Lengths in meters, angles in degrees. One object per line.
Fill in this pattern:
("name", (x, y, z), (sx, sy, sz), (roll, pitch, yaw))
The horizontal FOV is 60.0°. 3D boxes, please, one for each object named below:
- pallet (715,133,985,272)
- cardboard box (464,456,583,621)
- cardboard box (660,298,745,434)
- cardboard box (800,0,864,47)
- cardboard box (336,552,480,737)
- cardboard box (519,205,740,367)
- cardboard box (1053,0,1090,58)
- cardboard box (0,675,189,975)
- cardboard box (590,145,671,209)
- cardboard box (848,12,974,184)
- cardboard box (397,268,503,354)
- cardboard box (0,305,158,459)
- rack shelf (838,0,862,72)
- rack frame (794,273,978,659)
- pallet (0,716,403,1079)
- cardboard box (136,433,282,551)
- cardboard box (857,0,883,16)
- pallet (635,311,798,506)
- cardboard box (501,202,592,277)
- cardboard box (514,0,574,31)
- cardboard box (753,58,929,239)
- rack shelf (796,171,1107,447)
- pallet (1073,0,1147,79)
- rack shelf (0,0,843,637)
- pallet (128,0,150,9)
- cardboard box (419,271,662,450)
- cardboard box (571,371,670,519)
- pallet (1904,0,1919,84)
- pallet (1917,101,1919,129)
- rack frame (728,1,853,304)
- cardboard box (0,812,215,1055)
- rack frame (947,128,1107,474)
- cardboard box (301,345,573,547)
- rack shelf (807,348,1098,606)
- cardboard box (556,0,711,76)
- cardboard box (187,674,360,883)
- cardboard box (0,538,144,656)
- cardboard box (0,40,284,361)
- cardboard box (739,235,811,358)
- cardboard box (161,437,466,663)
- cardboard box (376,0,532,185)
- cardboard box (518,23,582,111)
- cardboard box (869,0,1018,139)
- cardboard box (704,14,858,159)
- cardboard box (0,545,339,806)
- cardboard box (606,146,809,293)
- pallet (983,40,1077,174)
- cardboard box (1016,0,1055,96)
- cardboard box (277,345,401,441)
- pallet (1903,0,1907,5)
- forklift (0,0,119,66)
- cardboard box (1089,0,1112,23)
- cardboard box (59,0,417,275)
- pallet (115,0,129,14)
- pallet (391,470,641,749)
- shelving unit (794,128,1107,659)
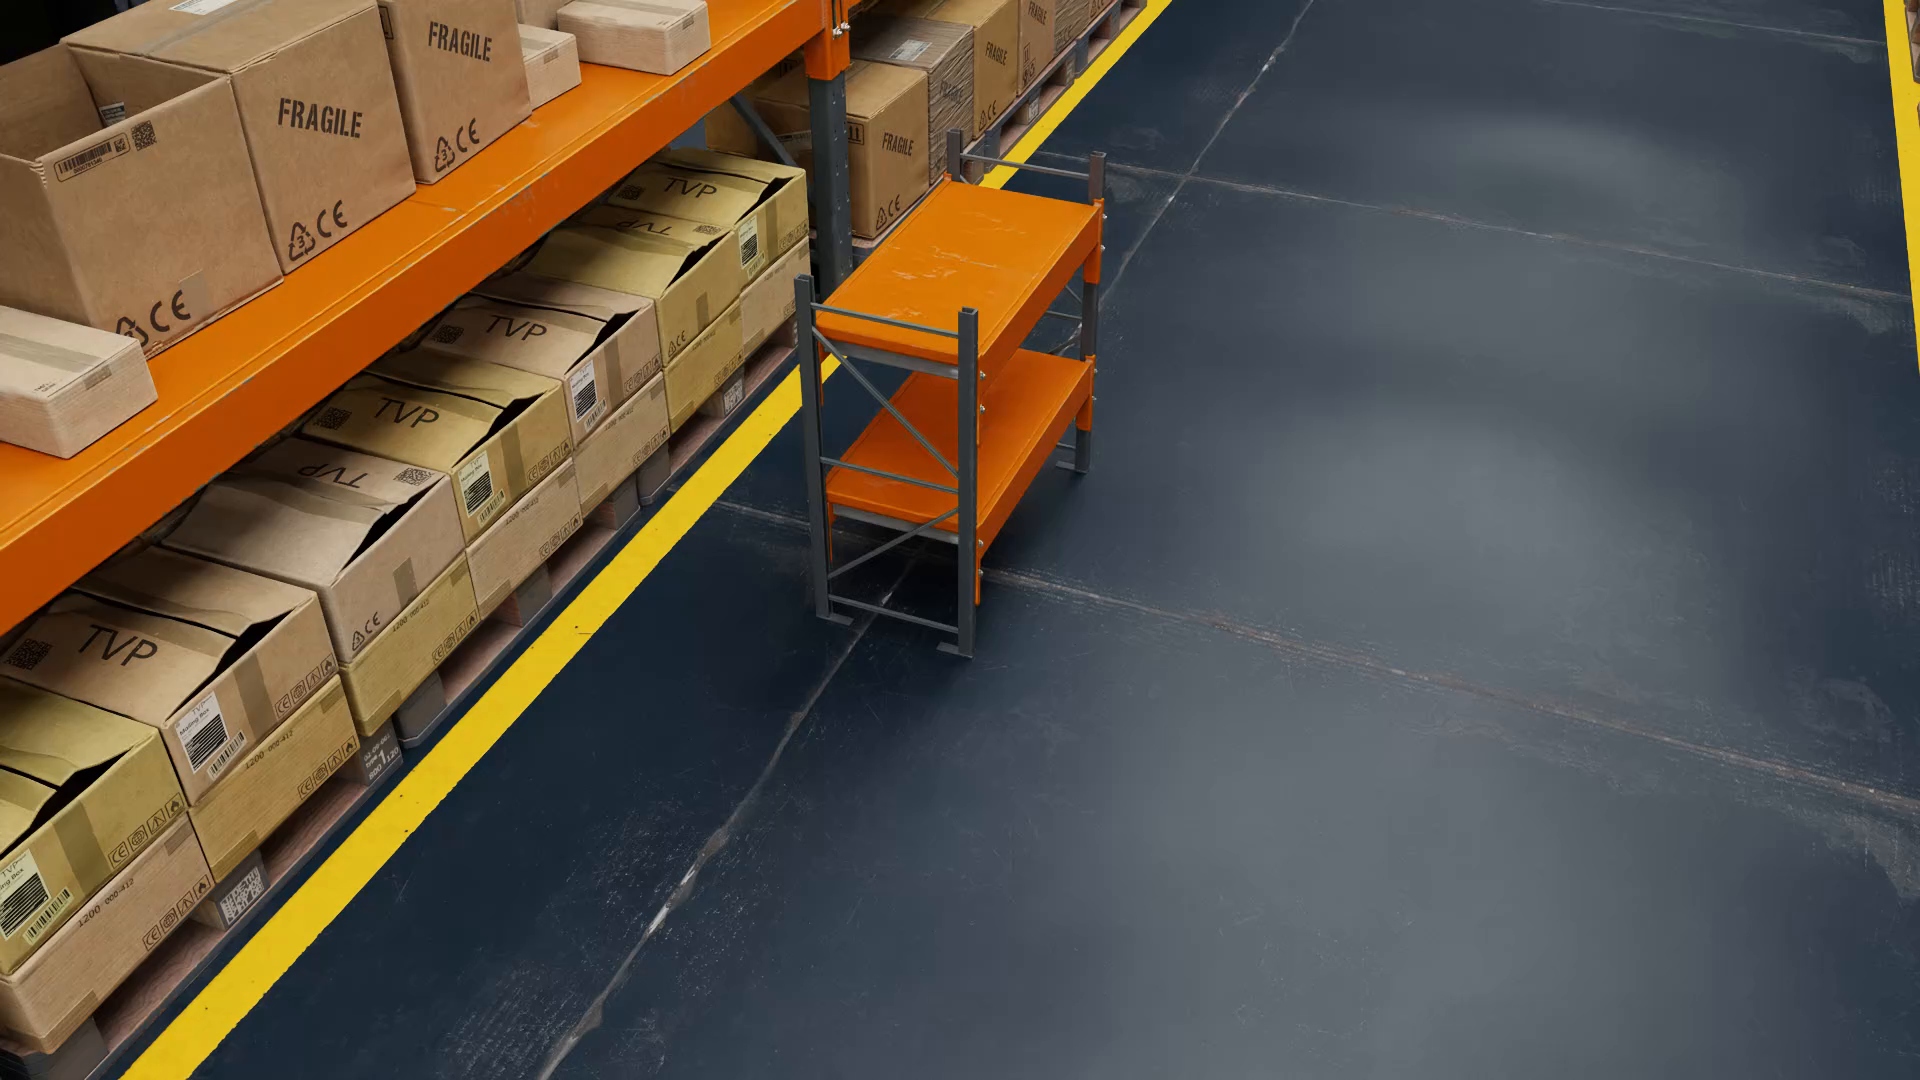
("pallet", (-0.575, -1.485, 7.061), (1.003, 0.211, 1.213), (14, 39, 18))
("cardboard box", (-1.448, -0.068, 4.782), (0.500, 0.250, 0.500), (15, 39, 19))
("cardboard box", (-1.061, -0.631, 5.535), (0.500, 0.250, 0.500), (13, 39, 17))
("cardboard box", (-0.737, -2.276, 6.884), (0.500, 0.250, 0.500), (15, 39, 19))
("cardboard box", (-1.643, 0.213, 4.405), (0.500, 0.250, 0.500), (13, 39, 16))
("cardboard box", (-1.057, -0.854, 5.364), (0.500, 0.311, 0.500), (13, 39, 17))
("cardboard box", (0.318, -2.699, 8.076), (0.500, 0.500, 0.500), (14, 39, 18))
("cardboard box", (-2.028, 0.554, 3.481), (0.500, 0.311, 0.500), (14, 39, 18))
("cardboard box", (-1.365, -1.266, 5.916), (0.500, 0.311, 0.500), (15, 39, 19))
("cardboard box", (-0.262, -1.851, 6.941), (0.500, 0.500, 0.500), (12, 39, 16))
("cardboard box", (-1.753, -0.691, 5.147), (0.500, 0.311, 0.500), (13, 39, 17))
("cardboard box", (-1.889, -0.326, 3.391), (0.380, 0.149, 0.250), (14, 39, 18))
("rack shelf", (-0.133, -3.017, 7.381), (1.077, 0.370, 4.000), (14, 39, 18))
("rack frame", (-0.191, -0.173, 4.542), (0.500, 1.125, 0.032), (14, 39, 18))
("pallet", (-2.171, 0.717, 4.114), (1.003, 0.211, 1.213), (14, 39, 18))
("cardboard box", (-2.142, -0.129, 4.395), (0.500, 0.311, 0.500), (14, 39, 18))
("cardboard box", (-0.558, -2.230, 7.449), (0.500, 0.500, 0.500), (12, 39, 16))
("pallet", (-1.243, -0.634, 5.922), (1.003, 0.211, 1.213), (14, 39, 18))
("cardboard box", (-1.557, -0.973, 5.524), (0.500, 0.311, 0.500), (13, 39, 17))
("cardboard box", (-1.413, -1.711, 5.108), (0.500, 0.311, 0.500), (13, 39, 17))
("cardboard box", (-0.456, -1.559, 6.551), (0.500, 0.500, 0.500), (15, 39, 20))
("rack shelf", (0.003, -0.689, 4.743), (0.538, 0.278, 1.000), (14, 39, 18))
("pallet", (0.354, -2.836, 8.868), (1.003, 0.211, 1.213), (14, 39, 18))
("rack shelf", (-1.655, -0.802, 4.418), (1.077, 0.370, 4.000), (14, 39, 18))
("pallet", (-4.641, -3.299, 9.488), (1.003, 0.211, 1.213), (14, 39, 18))
("cardboard box", (-1.252, -0.575, 4.991), (0.500, 0.311, 0.500), (14, 39, 17))
("cardboard box", (-1.255, -0.354, 5.164), (0.500, 0.250, 0.500), (15, 39, 19))
("pallet", (5.451, -2.581, 8.526), (1.003, 0.211, 1.213), (14, 39, 18))
("pallet", (4.875, -1.747, 7.411), (1.003, 0.211, 1.213), (14, 39, 18))
("rack frame", (-0.894, -2.198, 5.685), (1.000, 3.000, 0.127), (14, 39, 18))
("cardboard box", (-2.033, 0.783, 3.642), (0.500, 0.250, 0.500), (13, 39, 17))
("rack frame", (0.196, -0.736, 5.295), (0.500, 1.125, 0.032), (14, 39, 18))
("cardboard box", (-1.444, -0.298, 4.621), (0.500, 0.311, 0.500), (15, 39, 19))
("rack shelf", (0.003, -0.258, 5.065), (0.538, 0.278, 1.000), (14, 39, 18))
("cardboard box", (-0.980, -1.536, 5.009), (0.380, 0.149, 0.250), (14, 39, 18))
("cardboard box", (-1.837, 0.501, 4.021), (0.500, 0.250, 0.500), (15, 39, 19))
("cardboard box", (-2.335, 0.147, 4.026), (0.500, 0.311, 0.500), (15, 39, 19))
("cardboard box", (-1.908, -0.736, 3.646), (0.500, 0.500, 0.500), (17, 40, 21))
("cardboard box", (-0.868, -0.918, 5.918), (0.500, 0.250, 0.500), (15, 39, 19))
("cardboard box", (-1.637, -0.009, 4.234), (0.500, 0.311, 0.500), (13, 39, 16))
("cardboard box", (-1.517, -1.305, 4.407), (0.500, 0.500, 0.500), (12, 38, 15))
("cardboard box", (-1.327, -1.378, 4.798), (0.380, 0.149, 0.250), (17, 40, 21))
("cardboard box", (-0.067, -2.127, 7.311), (0.500, 0.500, 0.500), (13, 39, 17))
("cardboard box", (-0.755, -1.944, 7.066), (0.500, 0.500, 0.500), (15, 39, 20))
("cardboard box", (-1.833, 0.278, 3.851), (0.500, 0.311, 0.500), (13, 39, 17))
("cardboard box", (-0.865, -1.143, 5.751), (0.500, 0.311, 0.500), (15, 39, 19))
("pallet", (-0.109, -2.158, 7.962), (1.003, 0.211, 1.213), (14, 39, 18))
("cardboard box", (0.127, -2.417, 7.699), (0.500, 0.500, 0.500), (13, 39, 16))
("cardboard box", (-1.948, -0.407, 4.766), (0.500, 0.311, 0.500), (13, 39, 17))
("pallet", (5.914, -3.259, 9.433), (1.003, 0.211, 1.213), (14, 39, 18))
("forklift", (-3.468, -2.372, 5.975), (1.130, 2.935, 3.031), (9, 38, 12))
("cardboard box", (0.510, -2.977, 8.448), (0.500, 0.500, 0.500), (14, 39, 18))
("cardboard box", (-1.717, -1.013, 4.017), (0.500, 0.500, 0.500), (14, 39, 18))
("pallet", (-5.107, -2.626, 8.587), (1.003, 0.211, 1.213), (14, 39, 18))
("pallet", (-1.709, 0.039, 5.021), (1.003, 0.211, 1.213), (14, 39, 18))
("shelving unit", (0.003, -0.454, 4.918), (0.538, 1.125, 1.048), (14, 39, 18))
